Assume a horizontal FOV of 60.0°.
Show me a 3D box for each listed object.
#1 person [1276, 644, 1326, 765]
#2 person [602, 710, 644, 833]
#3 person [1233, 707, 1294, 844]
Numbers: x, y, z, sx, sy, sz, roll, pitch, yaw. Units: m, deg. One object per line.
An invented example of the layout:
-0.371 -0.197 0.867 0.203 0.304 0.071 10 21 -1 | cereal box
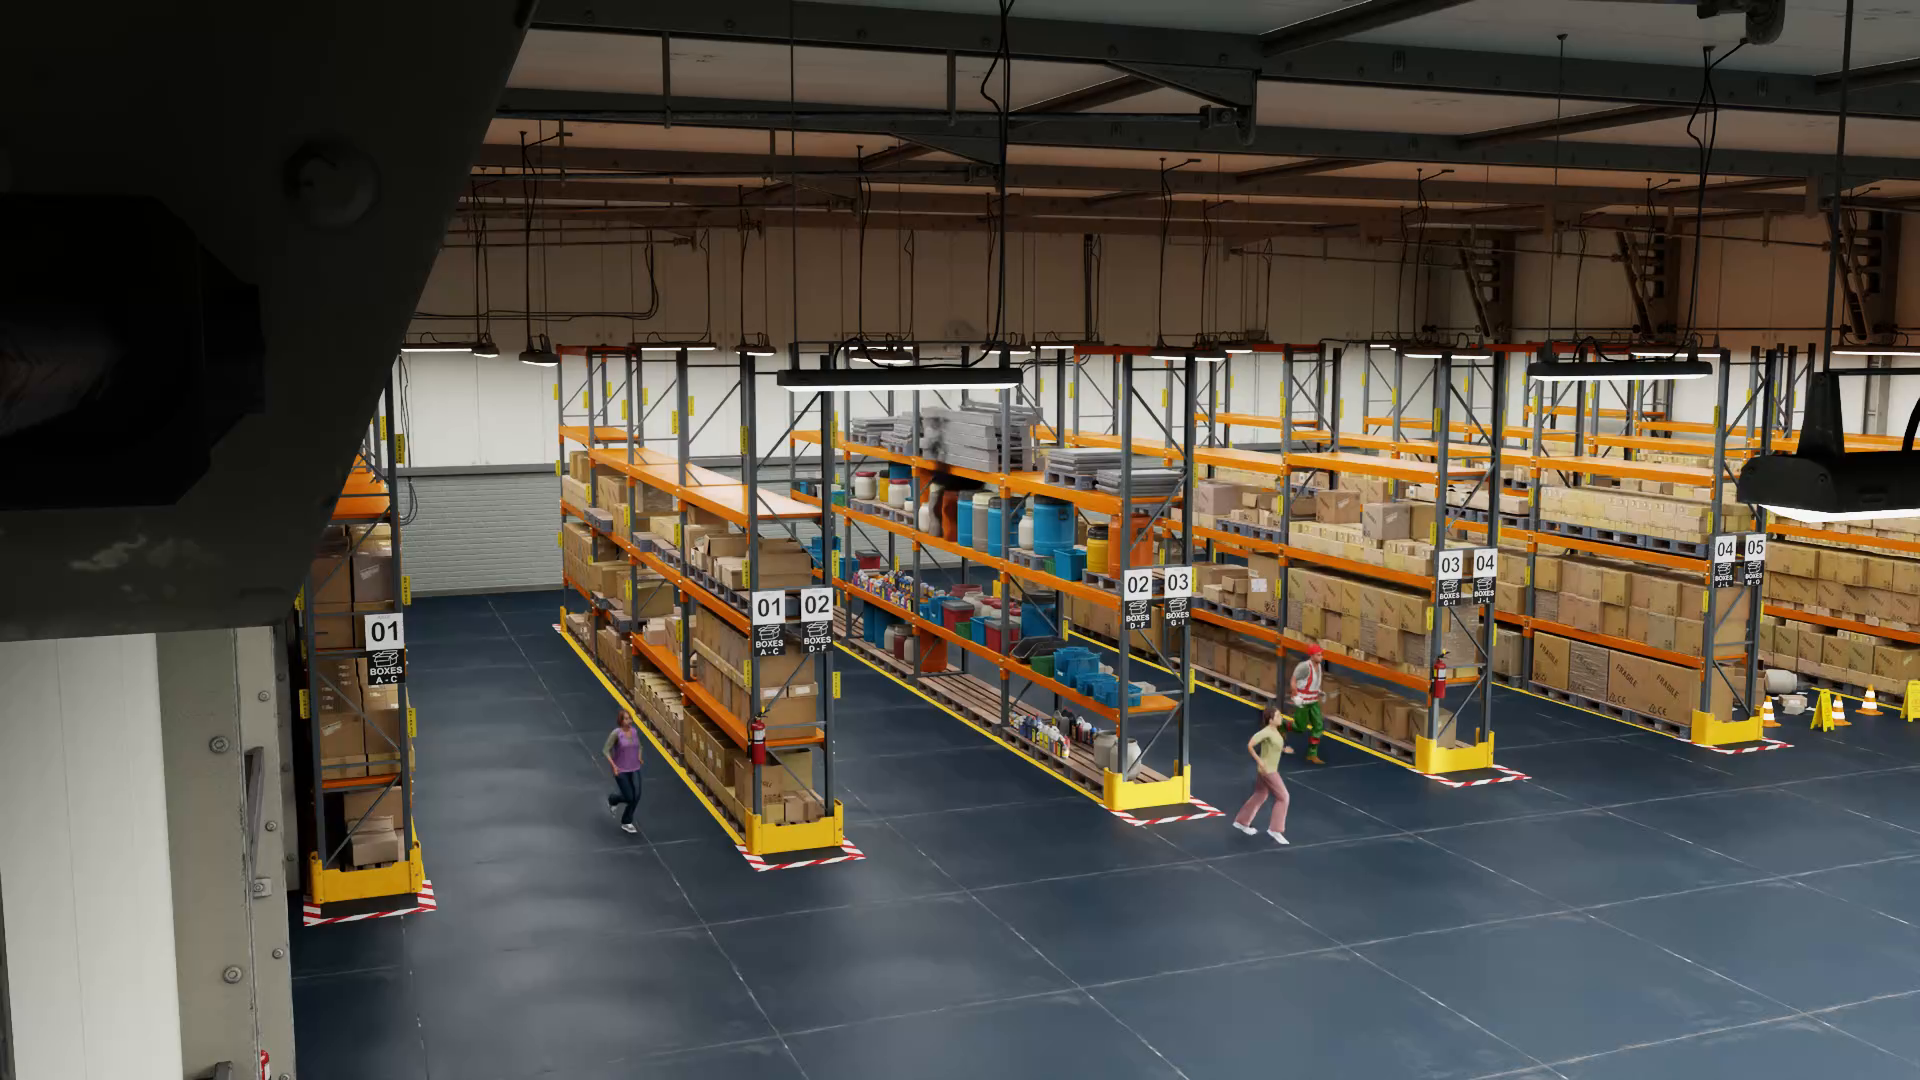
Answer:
5.058 2.380 24.507 0.662 1.759 0.895 -6 9 -38 | person
-4.222 2.915 21.008 0.538 1.546 0.505 -7 10 -43 | person
3.764 2.900 20.625 0.737 1.723 0.559 2 8 16 | person
